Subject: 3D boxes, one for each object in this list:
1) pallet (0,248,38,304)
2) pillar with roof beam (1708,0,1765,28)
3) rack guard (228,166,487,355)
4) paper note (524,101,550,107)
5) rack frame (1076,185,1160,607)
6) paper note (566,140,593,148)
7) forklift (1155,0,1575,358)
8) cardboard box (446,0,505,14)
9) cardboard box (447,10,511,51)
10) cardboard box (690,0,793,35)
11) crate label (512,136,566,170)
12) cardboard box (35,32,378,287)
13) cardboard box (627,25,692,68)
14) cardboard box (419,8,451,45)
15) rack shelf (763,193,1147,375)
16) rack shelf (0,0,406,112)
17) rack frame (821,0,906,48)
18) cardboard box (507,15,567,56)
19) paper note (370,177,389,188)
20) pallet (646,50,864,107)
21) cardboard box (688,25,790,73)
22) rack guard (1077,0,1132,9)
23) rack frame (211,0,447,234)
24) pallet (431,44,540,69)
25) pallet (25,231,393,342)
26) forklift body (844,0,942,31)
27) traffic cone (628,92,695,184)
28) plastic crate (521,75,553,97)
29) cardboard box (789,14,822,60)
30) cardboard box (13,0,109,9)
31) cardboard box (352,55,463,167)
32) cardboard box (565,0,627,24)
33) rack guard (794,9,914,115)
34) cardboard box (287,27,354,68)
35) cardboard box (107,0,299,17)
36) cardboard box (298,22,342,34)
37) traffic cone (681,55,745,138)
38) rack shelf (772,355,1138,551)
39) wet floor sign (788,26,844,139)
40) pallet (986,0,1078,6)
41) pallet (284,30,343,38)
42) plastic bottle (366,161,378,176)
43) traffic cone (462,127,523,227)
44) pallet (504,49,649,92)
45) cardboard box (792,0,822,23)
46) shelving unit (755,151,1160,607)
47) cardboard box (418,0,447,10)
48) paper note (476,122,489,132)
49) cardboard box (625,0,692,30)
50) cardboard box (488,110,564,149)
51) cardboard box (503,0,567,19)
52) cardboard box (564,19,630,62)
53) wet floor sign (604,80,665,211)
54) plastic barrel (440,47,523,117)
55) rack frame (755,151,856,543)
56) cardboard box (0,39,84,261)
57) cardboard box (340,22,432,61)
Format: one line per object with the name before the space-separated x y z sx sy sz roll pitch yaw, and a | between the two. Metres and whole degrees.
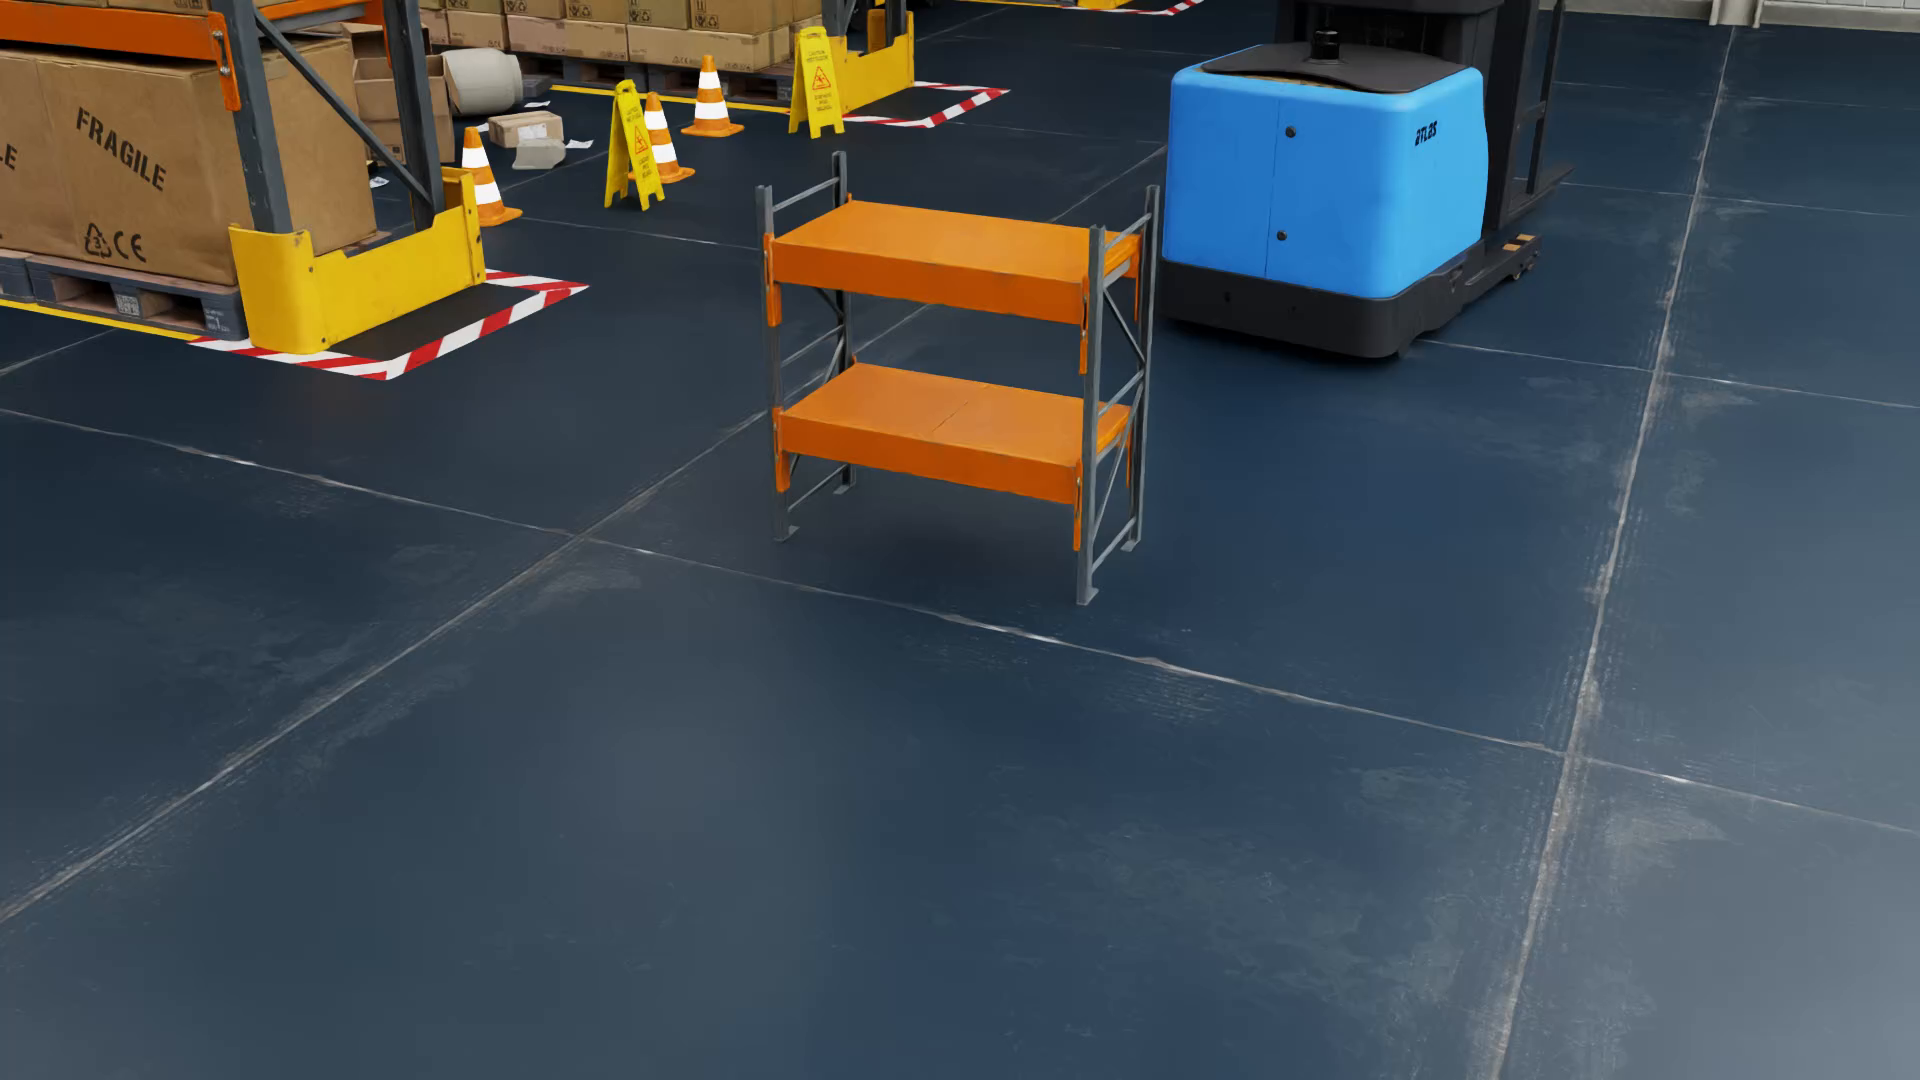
pallet | -4.457 -1.449 7.953 1.213 0.211 1.003 11 28 22
pillar with roof beam | 4.837 -6.720 8.711 0.400 9.000 9.100 11 28 22
rack guard | -2.568 -1.235 7.193 0.348 0.500 1.175 11 28 22
paper note | -2.842 -2.931 11.169 0.148 0.019 0.142 2 26 4
rack frame | 0.457 -0.413 4.815 0.032 1.125 0.500 11 28 22
paper note | -2.317 -2.410 10.111 0.142 0.019 0.148 2 26 4
forklift | 2.089 -2.627 7.267 1.130 2.935 3.031 17 31 31
cardboard box | -3.357 -4.083 11.936 0.500 0.500 0.500 13 29 24
cardboard box | -3.358 -3.747 12.102 0.500 0.250 0.500 13 29 25
cardboard box | -1.470 -3.703 11.164 0.500 0.500 0.500 12 28 22
crate label | -2.450 -2.256 9.677 0.298 0.136 0.250 -2 26 -5
cardboard box | -3.235 -1.694 7.224 0.875 0.875 0.875 12 28 22
cardboard box | -1.948 -3.462 11.524 0.500 0.250 0.500 11 28 22
cardboard box | -3.849 -3.840 12.291 0.500 0.250 0.500 10 28 19
rack shelf | -0.006 -0.768 4.875 1.000 0.278 0.538 11 28 22
rack shelf | -4.410 -2.404 7.552 4.000 0.370 1.077 11 28 22
rack frame | -0.633 -4.370 10.730 0.127 3.000 1.000 11 28 22
cardboard box | -2.874 -3.651 11.907 0.500 0.250 0.500 11 28 21
paper note | -3.277 -1.990 9.260 0.142 0.017 0.144 23 35 39
pallet | -1.427 -3.296 11.705 1.213 0.211 1.003 11 28 22
cardboard box | -1.502 -3.369 11.334 0.500 0.250 0.500 11 28 22
rack guard | 1.440 -5.241 15.329 0.348 0.500 1.175 11 28 22
rack frame | -2.590 -2.361 6.650 0.127 3.000 1.000 11 28 22
pallet | -3.648 -3.742 12.611 1.213 0.211 1.003 11 28 22
pallet | -3.350 -1.225 7.499 1.213 0.211 1.003 11 28 22
forklift body | -1.063 -5.599 14.187 1.214 2.155 2.313 11 28 22
traffic cone | -1.708 -2.283 9.364 0.334 0.463 0.336 11 28 22
plastic crate | -3.184 -3.175 11.608 0.583 0.080 0.402 2 26 4
cardboard box | -1.253 -3.584 11.770 0.500 0.250 0.500 11 28 21
cardboard box | -3.456 -2.570 6.904 0.550 0.550 0.875 11 28 22
cardboard box | -3.280 -2.553 9.866 0.637 0.503 0.797 -7 27 -14
cardboard box | -2.403 -3.892 11.548 0.500 0.500 0.500 11 28 21
rack guard | -0.702 -3.262 11.310 0.348 0.500 1.175 11 28 22
cardboard box | -4.134 -2.782 10.177 0.503 0.637 0.797 11 28 22
cardboard box | -2.946 -2.478 6.718 0.550 0.550 0.875 11 28 22
cardboard box | -4.753 -4.206 12.896 0.625 0.372 0.950 12 29 22
traffic cone | -1.558 -2.792 10.397 0.334 0.463 0.336 11 28 22
rack shelf | -0.006 -0.287 5.112 1.000 0.278 0.538 11 28 22
wet floor sign | -0.903 -2.849 10.306 0.232 0.644 0.267 23 35 39
pallet | 0.705 -5.239 15.651 1.213 0.211 1.003 11 28 22
pallet | -4.983 -3.992 13.119 1.213 0.211 1.003 11 28 22
plastic bottle | -3.489 -2.127 9.500 0.283 0.061 0.133 2 26 4
traffic cone | -2.486 -1.891 8.567 0.334 0.463 0.336 11 28 22
pallet | -2.534 -3.519 12.159 1.213 0.211 1.003 11 28 22
cardboard box | -1.275 -3.924 11.613 0.500 0.500 0.500 10 28 20
shelving unit | -0.006 -0.506 5.004 1.048 1.125 0.538 11 28 22
cardboard box | -3.849 -4.176 12.125 0.500 0.500 0.500 13 29 24
paper note | -3.028 -2.621 10.552 0.142 0.019 0.148 23 35 39
cardboard box | -1.947 -3.797 11.355 0.500 0.500 0.500 12 29 24
cardboard box | -2.662 -2.518 10.197 0.380 0.149 0.250 -18 31 -31
cardboard box | -2.885 -3.988 11.742 0.500 0.500 0.500 13 29 24
cardboard box | -2.427 -3.556 11.714 0.500 0.250 0.500 10 28 20
wet floor sign | -1.744 -2.096 8.776 0.232 0.644 0.267 6 27 13
plastic barrel | -3.140 -2.983 10.830 0.512 0.421 0.421 -12 29 -23
rack frame | -0.469 -0.599 5.193 0.032 1.125 0.500 11 28 22
cardboard box | -4.036 -1.854 7.549 0.875 0.875 0.875 11 28 21
cardboard box | -3.862 -3.238 11.258 0.500 0.500 0.500 -12 29 -23
